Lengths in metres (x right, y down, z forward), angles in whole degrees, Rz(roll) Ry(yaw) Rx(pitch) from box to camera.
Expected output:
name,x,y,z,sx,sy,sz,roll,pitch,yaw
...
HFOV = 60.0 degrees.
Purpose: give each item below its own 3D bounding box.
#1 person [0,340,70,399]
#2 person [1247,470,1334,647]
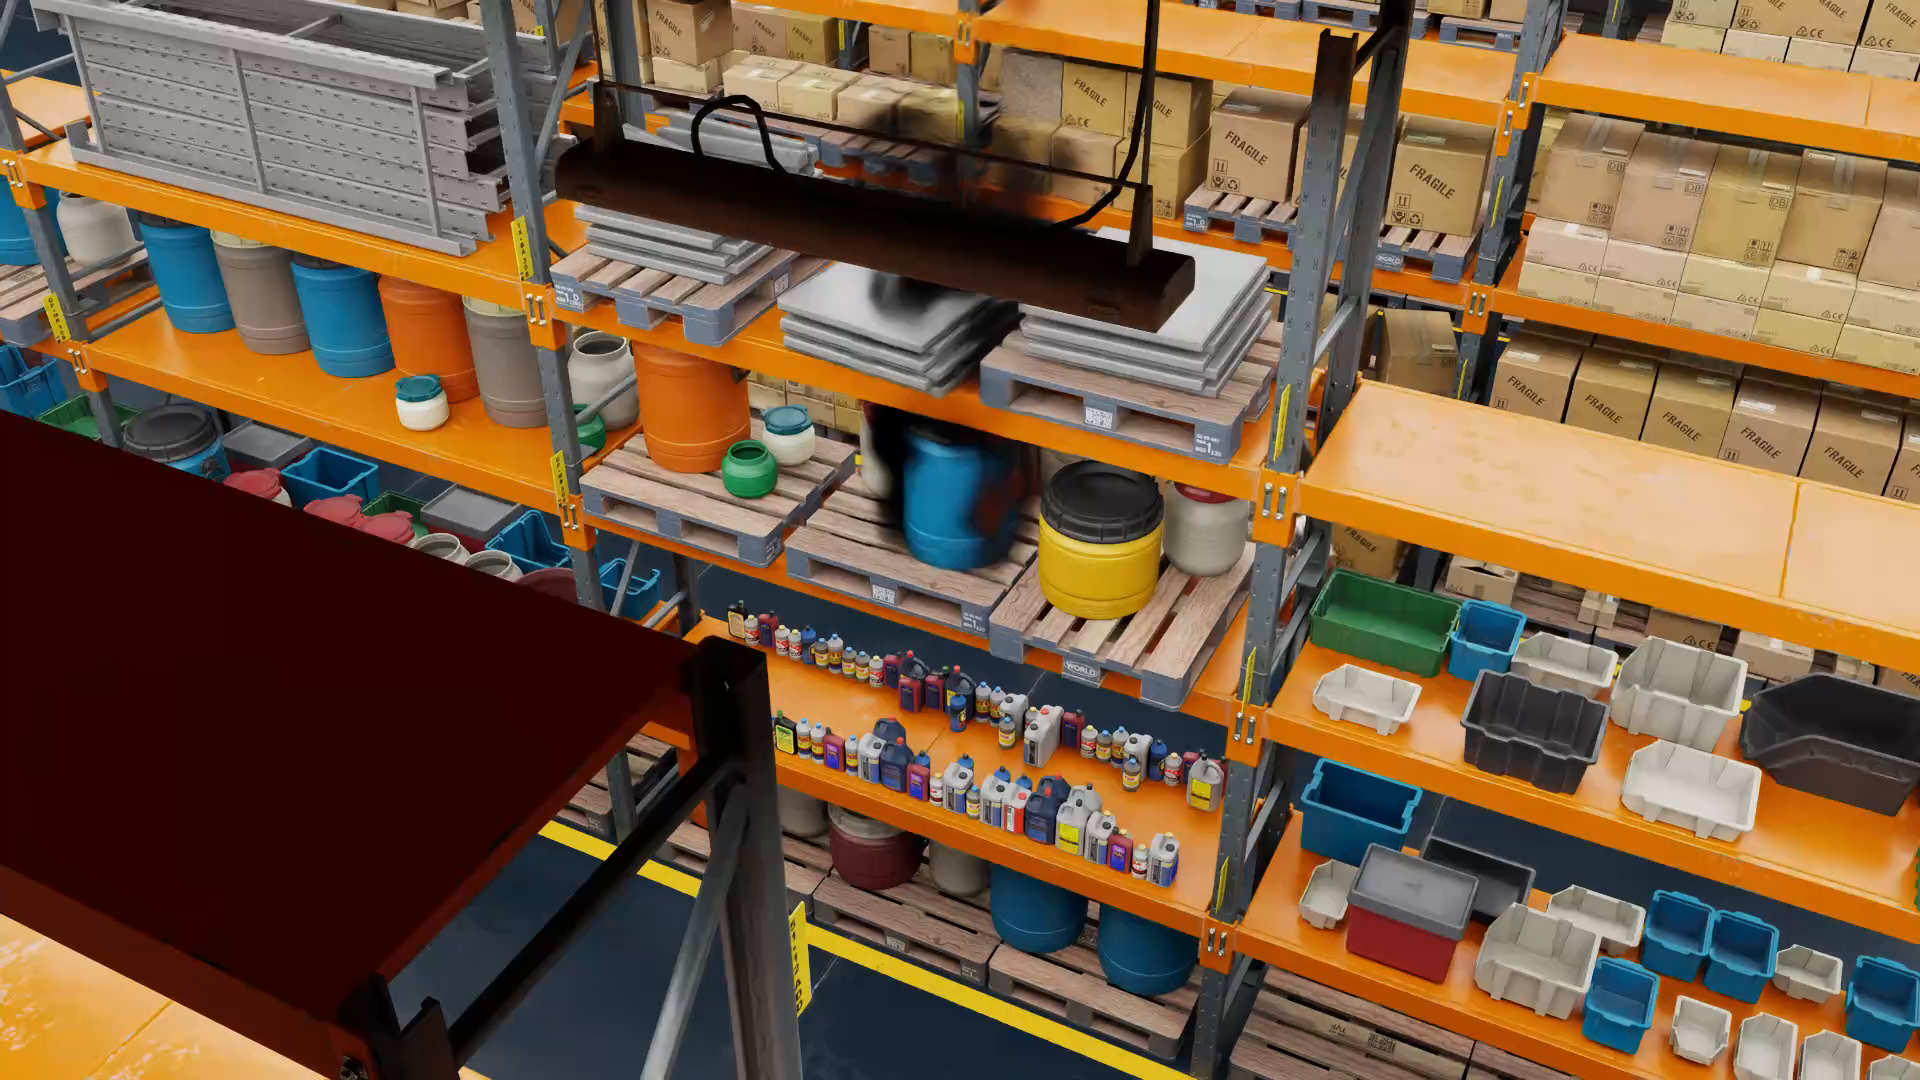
name,x,y,z,sx,sy,sz,roll,pitch,yaw
person,-8.278,-1.633,14.694,0.987,1.802,0.736,8,36,11
person,2.265,0.327,11.370,0.772,1.881,0.660,12,37,17
